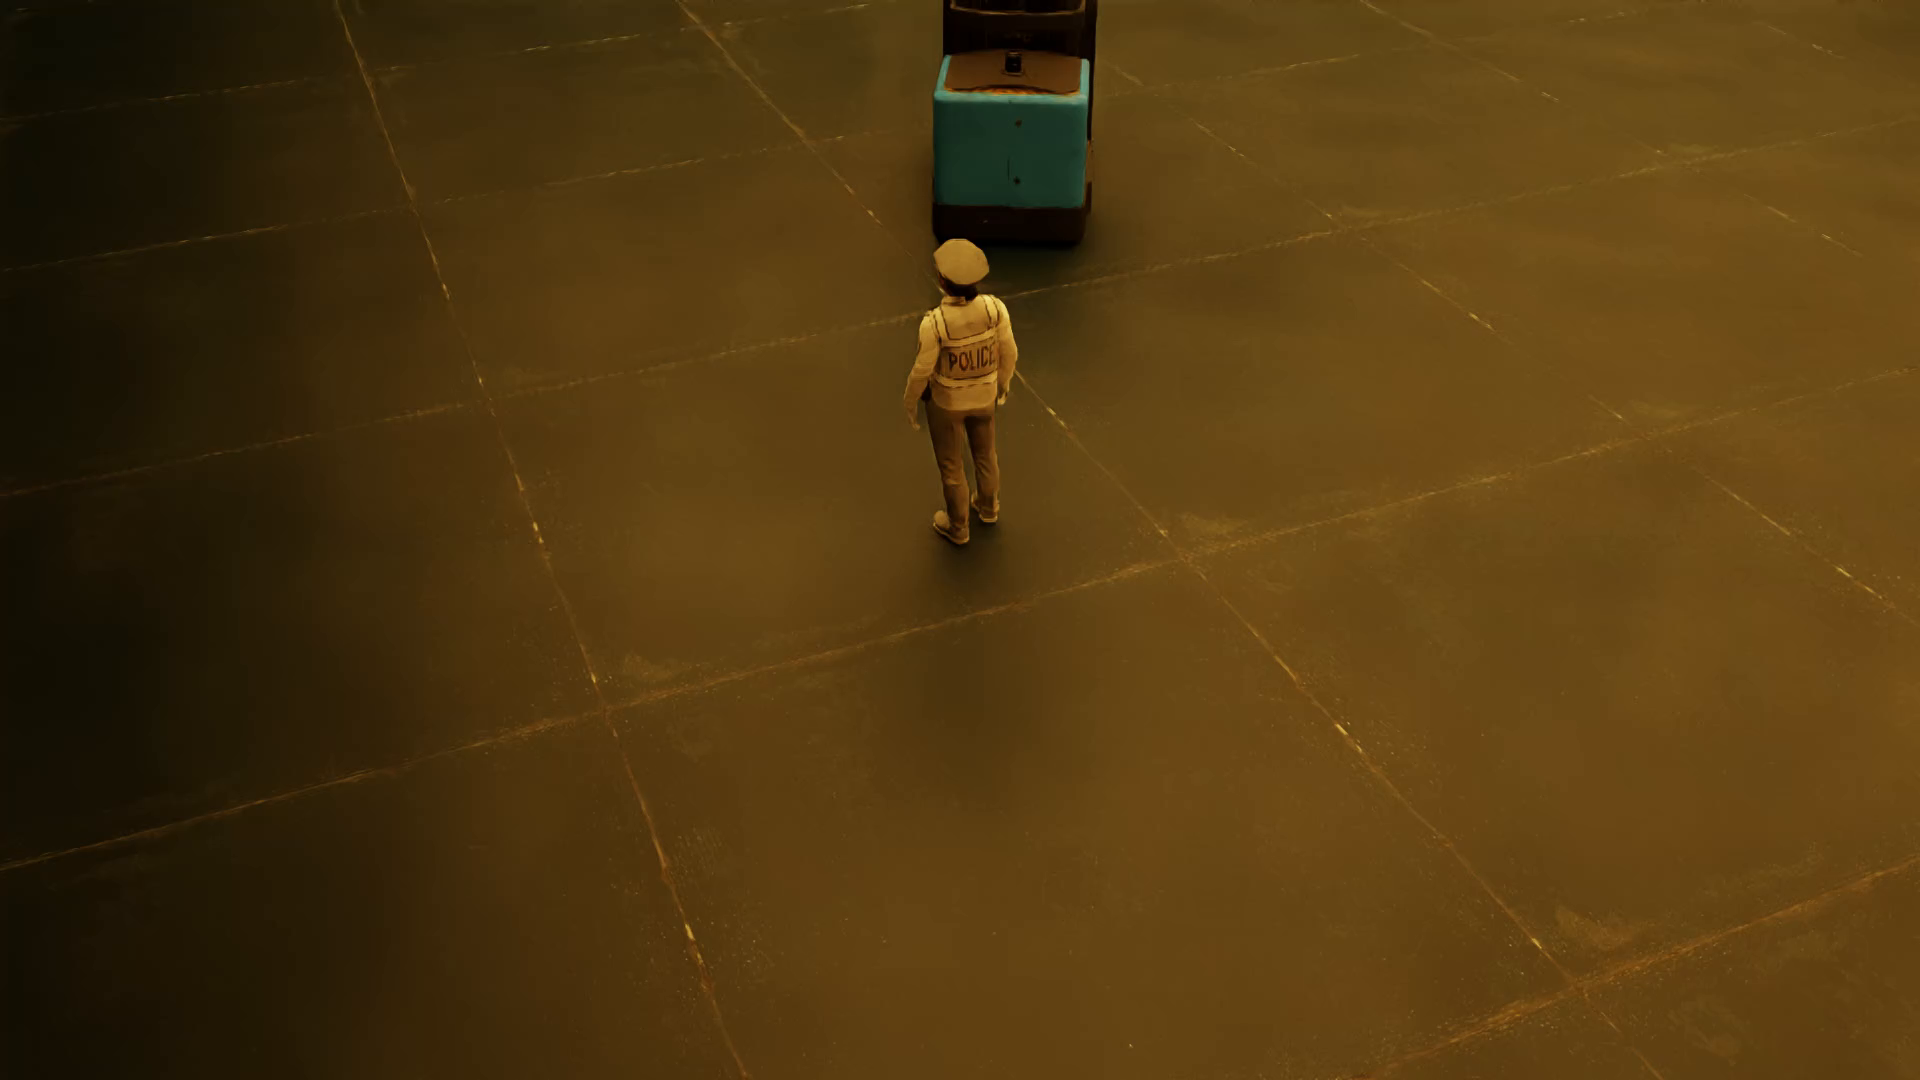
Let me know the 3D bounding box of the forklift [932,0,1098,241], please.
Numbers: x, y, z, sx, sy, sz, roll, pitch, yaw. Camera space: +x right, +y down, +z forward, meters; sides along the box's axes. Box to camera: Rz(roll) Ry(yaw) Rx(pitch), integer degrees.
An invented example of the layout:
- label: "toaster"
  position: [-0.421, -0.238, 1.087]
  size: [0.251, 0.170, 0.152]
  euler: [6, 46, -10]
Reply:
- label: "forklift"
  position: [0.446, -4.075, 11.829]
  size: [1.130, 2.935, 3.031]
  euler: [3, 36, 4]

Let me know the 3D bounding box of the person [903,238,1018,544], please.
- label: "person"
  position: [-0.020, -0.734, 8.185]
  size: [0.586, 1.695, 0.532]
  euler: [-14, 38, -19]
